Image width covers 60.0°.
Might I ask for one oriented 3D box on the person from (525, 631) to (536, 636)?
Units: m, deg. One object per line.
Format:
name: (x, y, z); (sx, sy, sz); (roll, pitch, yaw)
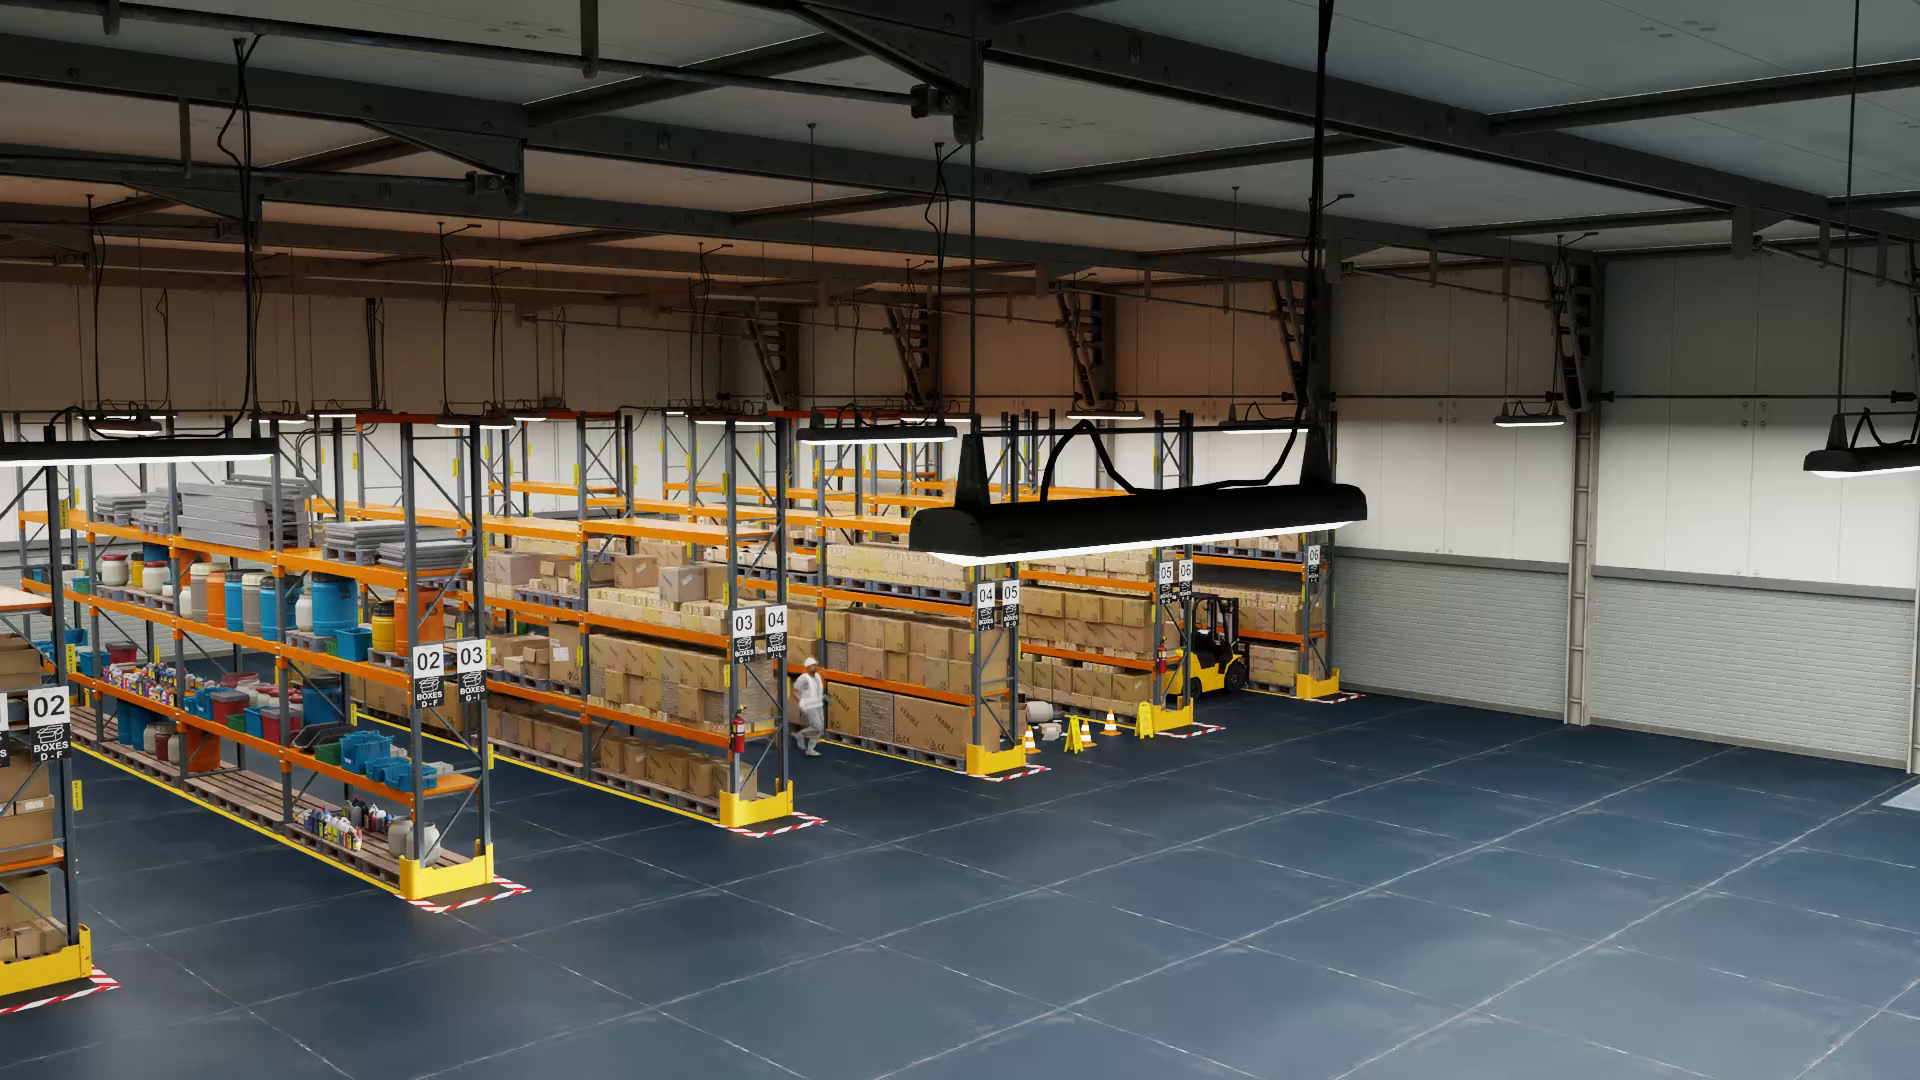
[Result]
person: (-8.620, 2.632, 33.144); (0.827, 1.668, 0.565); (4, 6, 36)

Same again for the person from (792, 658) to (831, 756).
person: (-2.583, 2.931, 29.190); (0.594, 1.732, 0.684); (3, 6, 31)

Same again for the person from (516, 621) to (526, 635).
person: (-10.779, 1.893, 41.142); (0.628, 1.751, 0.643); (-5, 7, -44)
